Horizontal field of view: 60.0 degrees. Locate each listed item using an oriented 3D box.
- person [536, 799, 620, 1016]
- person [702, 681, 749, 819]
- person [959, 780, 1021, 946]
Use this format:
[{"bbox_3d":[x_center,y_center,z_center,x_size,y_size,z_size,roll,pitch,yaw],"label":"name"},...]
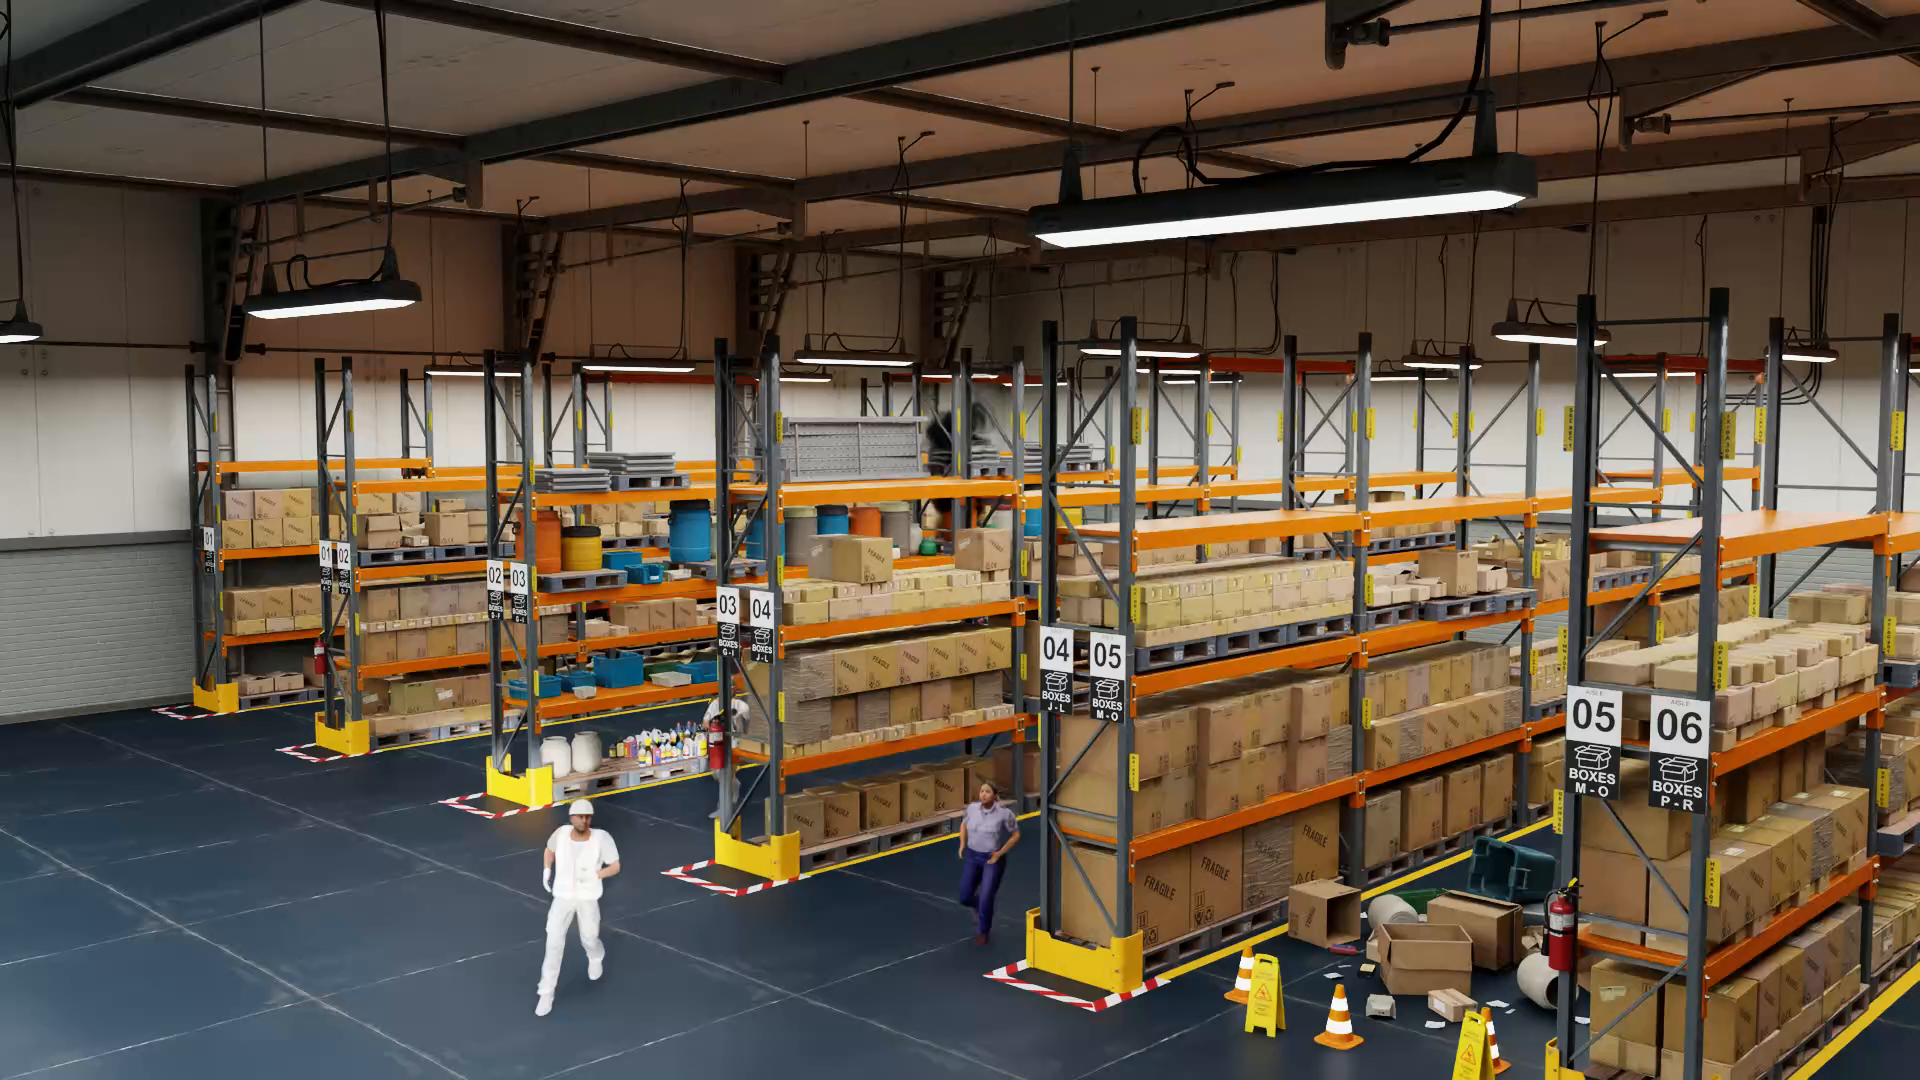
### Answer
[{"bbox_3d":[-3.347,3.158,14.670,0.703,1.767,0.998,0,4,-3],"label":"person"},{"bbox_3d":[-2.975,2.632,21.265,0.668,1.756,0.961,1,5,18],"label":"person"},{"bbox_3d":[0.284,3.144,16.256,0.632,1.594,0.537,2,5,24],"label":"person"}]
